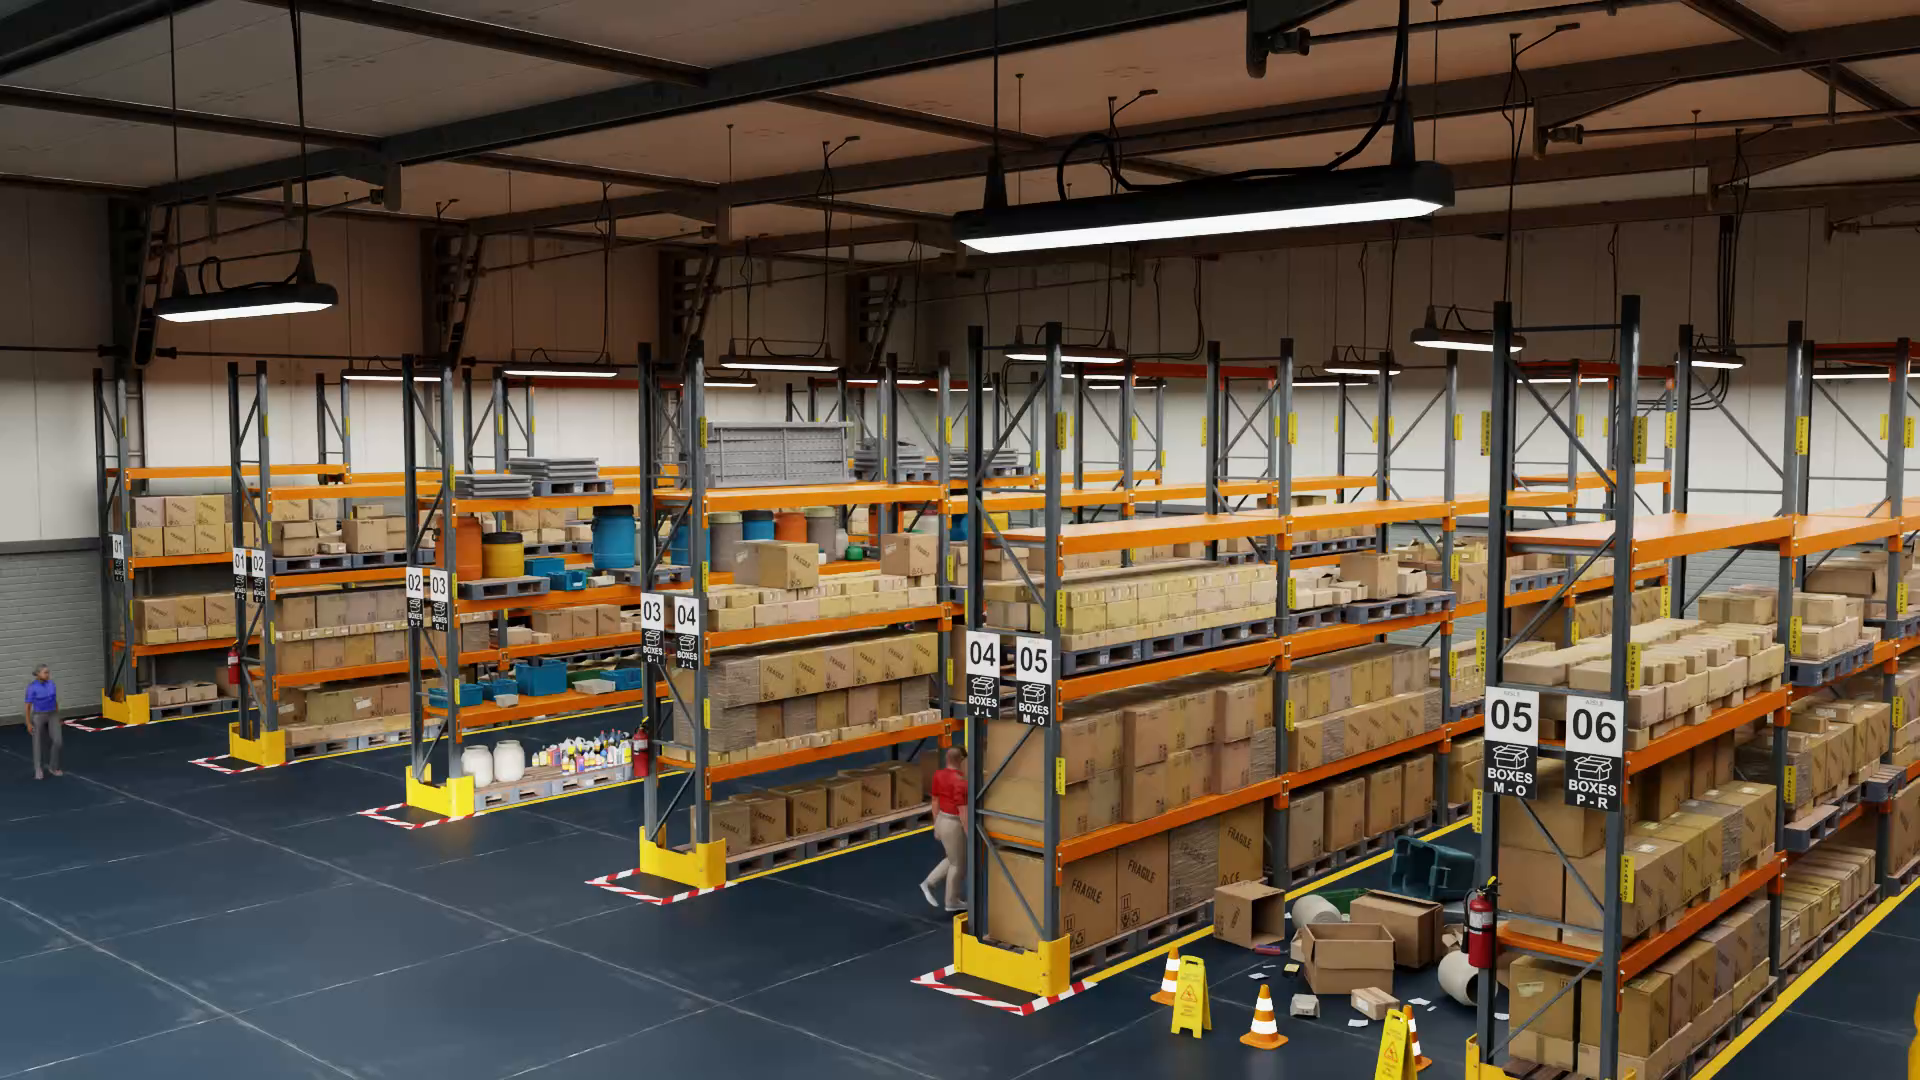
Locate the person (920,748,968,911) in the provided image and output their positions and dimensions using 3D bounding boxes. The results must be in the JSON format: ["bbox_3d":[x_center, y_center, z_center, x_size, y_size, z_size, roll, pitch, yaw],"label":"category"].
[{"bbox_3d":[-0.103,3.016,17.321,0.534,1.717,0.523,-1,4,-17],"label":"person"}]

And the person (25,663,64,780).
[{"bbox_3d":[-13.173,2.626,23.899,0.336,1.726,0.536,3,5,35],"label":"person"}]
